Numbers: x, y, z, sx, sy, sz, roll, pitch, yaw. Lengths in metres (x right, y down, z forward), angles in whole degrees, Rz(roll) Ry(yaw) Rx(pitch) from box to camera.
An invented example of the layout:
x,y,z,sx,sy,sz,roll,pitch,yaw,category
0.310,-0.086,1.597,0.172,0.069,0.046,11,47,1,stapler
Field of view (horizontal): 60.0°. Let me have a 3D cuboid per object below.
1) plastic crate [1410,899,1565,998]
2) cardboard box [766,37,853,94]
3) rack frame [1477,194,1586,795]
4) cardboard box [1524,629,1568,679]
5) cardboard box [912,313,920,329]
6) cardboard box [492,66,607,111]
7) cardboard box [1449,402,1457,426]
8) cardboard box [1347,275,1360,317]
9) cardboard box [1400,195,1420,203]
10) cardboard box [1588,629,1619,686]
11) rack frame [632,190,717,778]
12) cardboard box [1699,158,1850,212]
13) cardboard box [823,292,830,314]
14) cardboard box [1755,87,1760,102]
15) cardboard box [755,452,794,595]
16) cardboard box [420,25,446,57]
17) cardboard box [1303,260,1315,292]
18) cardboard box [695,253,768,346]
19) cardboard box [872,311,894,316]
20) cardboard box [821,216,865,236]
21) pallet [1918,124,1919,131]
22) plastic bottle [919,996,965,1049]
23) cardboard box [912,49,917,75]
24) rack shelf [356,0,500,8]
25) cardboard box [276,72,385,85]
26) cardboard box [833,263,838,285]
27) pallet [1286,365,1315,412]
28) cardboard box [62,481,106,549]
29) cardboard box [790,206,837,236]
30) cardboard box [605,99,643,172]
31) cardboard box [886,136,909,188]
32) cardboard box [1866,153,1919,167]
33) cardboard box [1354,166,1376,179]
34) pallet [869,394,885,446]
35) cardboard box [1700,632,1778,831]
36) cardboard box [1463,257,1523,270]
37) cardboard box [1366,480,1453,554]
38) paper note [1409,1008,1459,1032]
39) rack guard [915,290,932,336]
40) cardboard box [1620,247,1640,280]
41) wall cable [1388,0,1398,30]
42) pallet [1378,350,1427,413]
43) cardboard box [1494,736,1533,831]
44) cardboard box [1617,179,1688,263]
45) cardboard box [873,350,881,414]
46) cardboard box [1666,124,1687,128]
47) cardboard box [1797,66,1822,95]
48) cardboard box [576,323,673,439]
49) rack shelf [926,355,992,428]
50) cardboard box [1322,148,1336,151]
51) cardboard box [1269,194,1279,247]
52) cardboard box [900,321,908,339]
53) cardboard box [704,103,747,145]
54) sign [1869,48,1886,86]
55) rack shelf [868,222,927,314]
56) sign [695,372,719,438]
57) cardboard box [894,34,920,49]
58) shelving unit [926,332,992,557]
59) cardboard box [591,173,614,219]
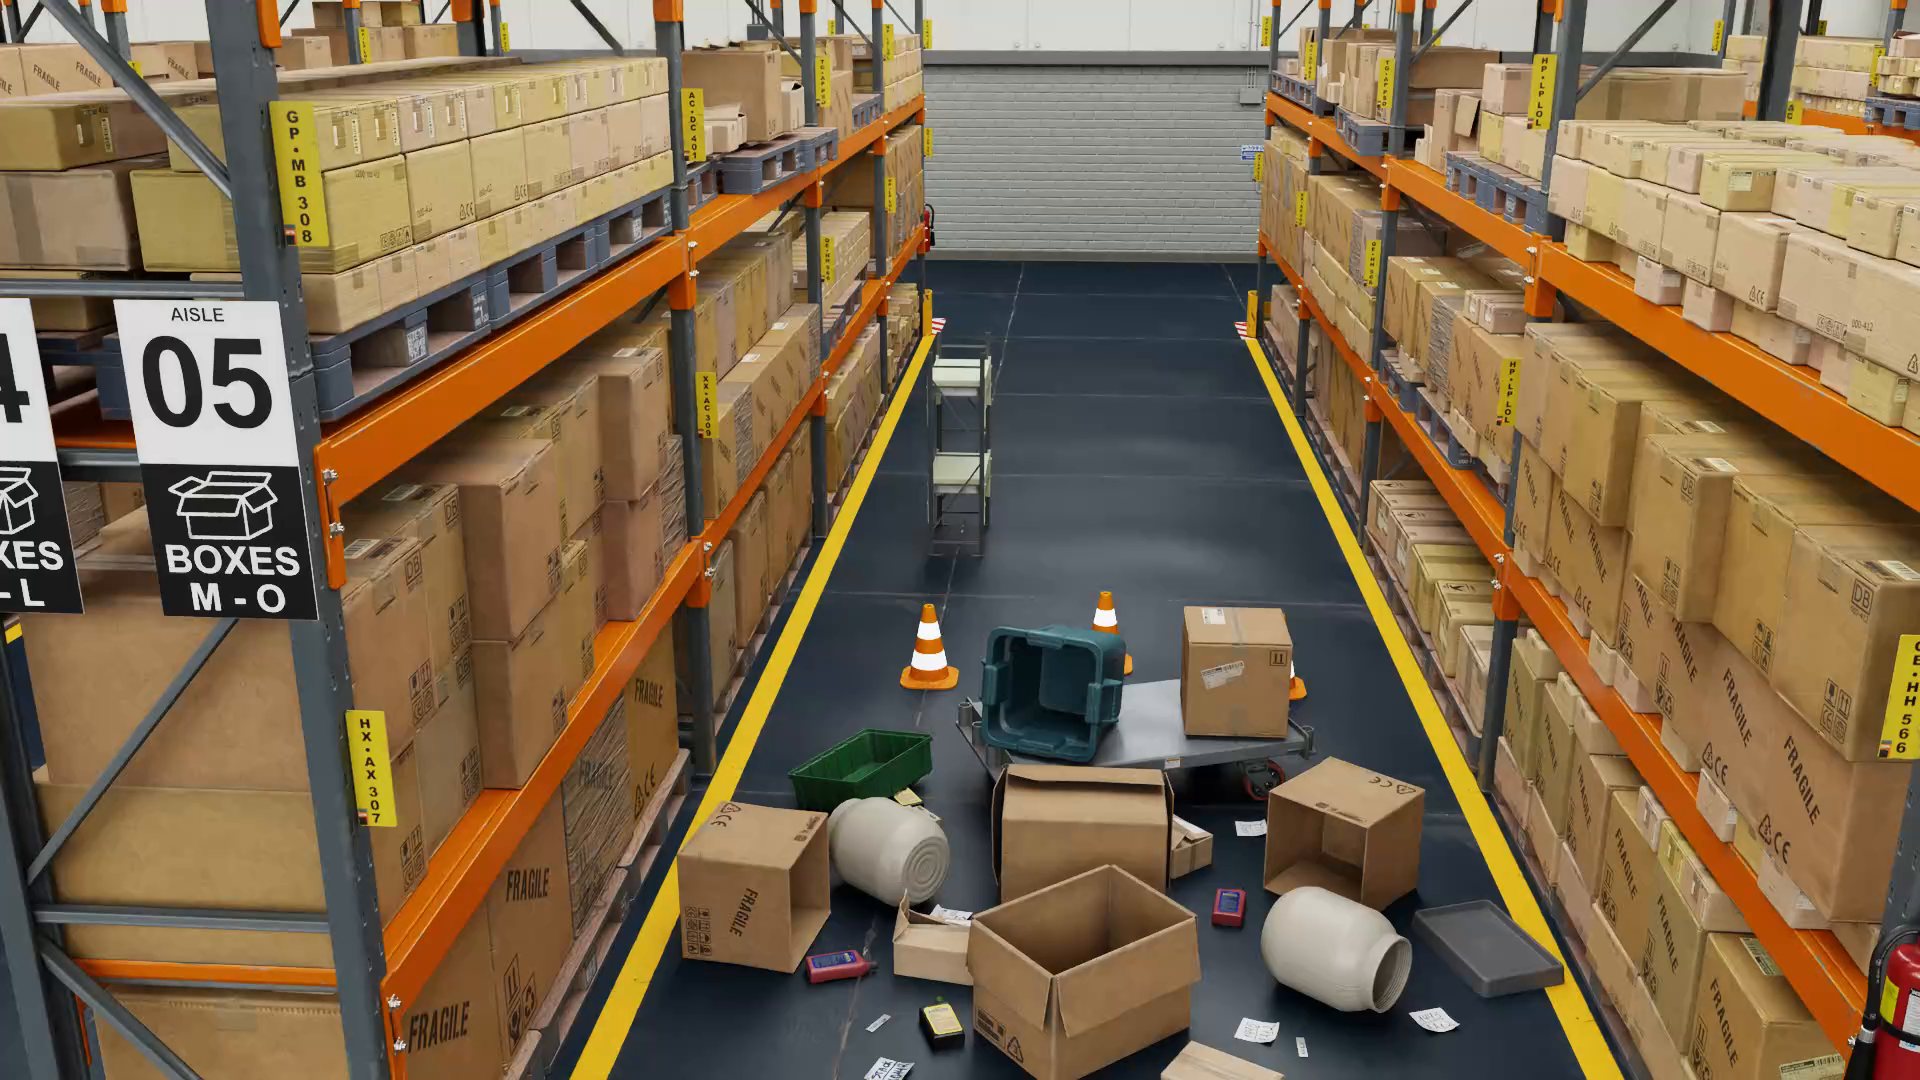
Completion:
x,y,z,sx,sy,sz,roll,pitch,yaw,category
2.231,1.719,7.049,0.402,0.080,0.583,-5,19,-15,plastic crate
-1.346,-4.259,14.951,0.700,0.500,0.500,1,18,4,cardboard box
3.162,-0.138,8.027,1.000,3.000,0.127,1,18,4,rack frame
2.781,0.519,7.517,0.380,0.149,0.250,2,18,5,cardboard box
-0.670,-2.539,19.257,0.380,0.149,0.250,2,18,6,cardboard box
-1.563,-1.714,6.306,0.380,0.149,0.250,1,18,4,cardboard box
3.011,-0.701,9.473,0.380,0.149,0.250,1,18,4,cardboard box
3.263,-1.862,12.726,0.500,0.250,0.500,1,18,2,cardboard box
3.846,-2.522,13.536,0.500,0.500,0.500,2,18,5,cardboard box
2.718,0.469,6.577,0.380,0.149,0.250,1,18,4,cardboard box
-1.783,-0.217,8.268,1.000,3.000,0.127,1,18,4,rack frame
2.681,-1.169,5.480,0.380,0.149,0.250,2,18,5,cardboard box
-1.225,-1.841,12.954,0.380,0.149,0.250,2,18,7,cardboard box
8.558,-4.650,17.382,0.380,0.149,0.250,1,18,4,cardboard box
-1.689,-0.131,10.945,1.050,0.750,0.750,2,18,5,cardboard box
-5.996,-5.310,17.997,0.700,0.500,0.500,0,18,0,cardboard box
3.440,-2.421,15.234,0.500,0.250,0.500,1,18,3,cardboard box
-1.608,-1.526,10.498,0.700,0.500,0.500,1,18,3,cardboard box
-0.897,-2.341,17.698,0.380,0.149,0.250,1,18,2,cardboard box
-1.062,-2.852,15.084,0.380,0.149,0.250,1,18,2,cardboard box
8.498,-3.326,13.241,1.213,0.211,1.003,1,18,4,pallet
-0.081,1.893,6.546,0.133,0.061,0.283,-5,19,-15,plastic bottle
-0.737,-5.228,18.182,0.500,0.250,0.500,1,18,2,cardboard box
-6.006,-5.784,17.421,1.077,0.370,4.000,1,18,4,rack shelf
-2.257,-1.571,5.871,0.380,0.149,0.250,1,18,4,cardboard box
-1.192,-2.150,13.417,0.380,0.149,0.250,1,18,4,cardboard box
3.868,-1.532,16.759,1.003,0.211,1.213,1,18,4,pallet
-6.491,-0.242,11.651,0.700,0.500,0.500,0,18,-1,cardboard box
-1.457,-3.047,16.267,0.500,0.500,0.500,1,18,4,cardboard box
-1.599,-1.644,6.734,0.500,0.250,0.500,1,18,4,cardboard box
-0.807,-3.977,17.499,0.500,0.500,0.500,1,18,2,cardboard box
3.341,-1.236,5.683,0.380,0.149,0.250,2,18,5,cardboard box
4.011,-3.288,15.873,0.500,0.500,0.500,1,18,4,cardboard box
-1.264,-1.135,15.547,1.003,0.211,1.213,1,18,4,pallet
2.679,0.585,5.181,0.500,0.500,0.500,1,18,4,cardboard box
3.693,-1.621,11.241,0.500,0.500,0.500,1,18,2,cardboard box
3.398,-0.156,11.627,0.950,0.372,0.625,0,18,0,cardboard box
1.880,1.897,6.586,0.142,0.019,0.148,-5,19,-15,paper note
-0.928,-2.733,19.960,1.175,0.500,0.348,1,18,4,rack guard
2.855,-1.116,6.599,0.380,0.149,0.250,2,18,6,cardboard box
7.674,-8.415,23.592,2.988,3.039,0.133,1,18,4,wall cable
3.503,-1.065,11.165,1.213,0.211,1.003,1,18,4,pallet
2.850,1.146,7.849,0.500,0.250,0.500,0,18,1,cardboard box
2.780,-1.187,6.175,0.500,0.250,0.500,1,18,4,cardboard box
-1.011,-1.478,15.456,0.500,0.500,0.500,1,18,3,cardboard box
3.603,-1.864,8.044,0.500,0.250,0.500,1,18,2,cardboard box
8.546,-4.484,16.237,0.500,0.250,0.500,2,18,5,cardboard box
-1.844,-0.688,7.729,0.875,0.550,0.550,1,18,4,cardboard box
0.000,-1.081,12.062,0.431,0.370,0.720,1,18,4,rack shelf
3.594,-3.713,16.129,0.380,0.149,0.250,1,18,4,cardboard box
3.638,-3.454,17.988,0.500,0.500,0.500,1,18,4,cardboard box
-0.765,-2.272,17.966,0.380,0.149,0.250,1,18,4,cardboard box
-1.438,-2.402,9.500,0.396,0.266,0.258,1,18,4,cardboard box
8.144,-4.194,14.757,0.100,0.325,0.005,1,18,4,sign
-1.066,-2.981,17.859,1.077,0.370,4.000,1,18,4,rack shelf
-1.229,-0.654,8.085,0.100,0.325,0.005,1,18,4,sign
-0.653,-5.615,18.724,0.380,0.149,0.250,1,18,3,cardboard box
0.000,-0.711,12.183,0.431,1.500,0.755,1,18,4,shelving unit
-1.563,-1.335,6.430,0.380,0.149,0.250,2,18,5,cardboard box
